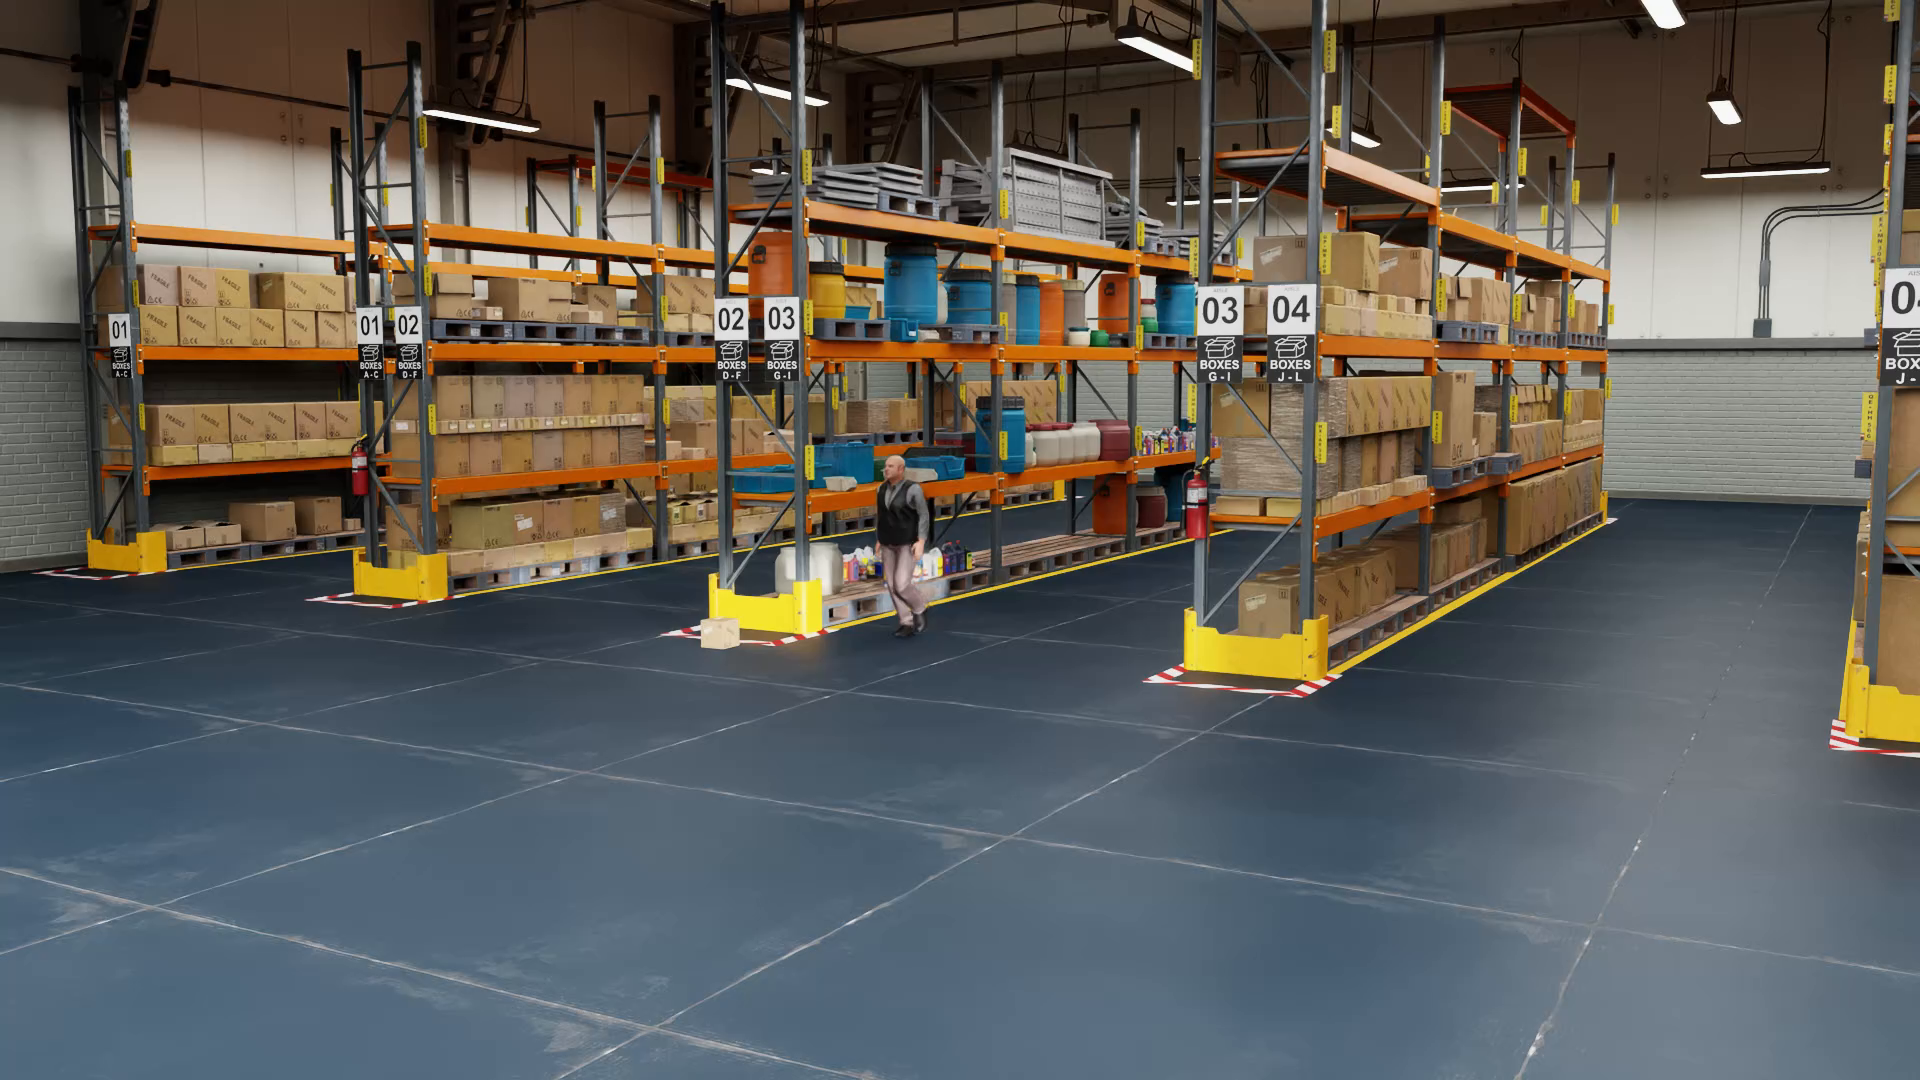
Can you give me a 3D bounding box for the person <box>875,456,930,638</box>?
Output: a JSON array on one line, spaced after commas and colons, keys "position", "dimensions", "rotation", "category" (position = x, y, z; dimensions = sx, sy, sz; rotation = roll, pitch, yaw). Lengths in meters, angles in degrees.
[{"position": [-0.555, 0.057, 15.662], "dimensions": [0.604, 1.712, 0.494], "rotation": [4, 7, 32], "category": "person"}]
